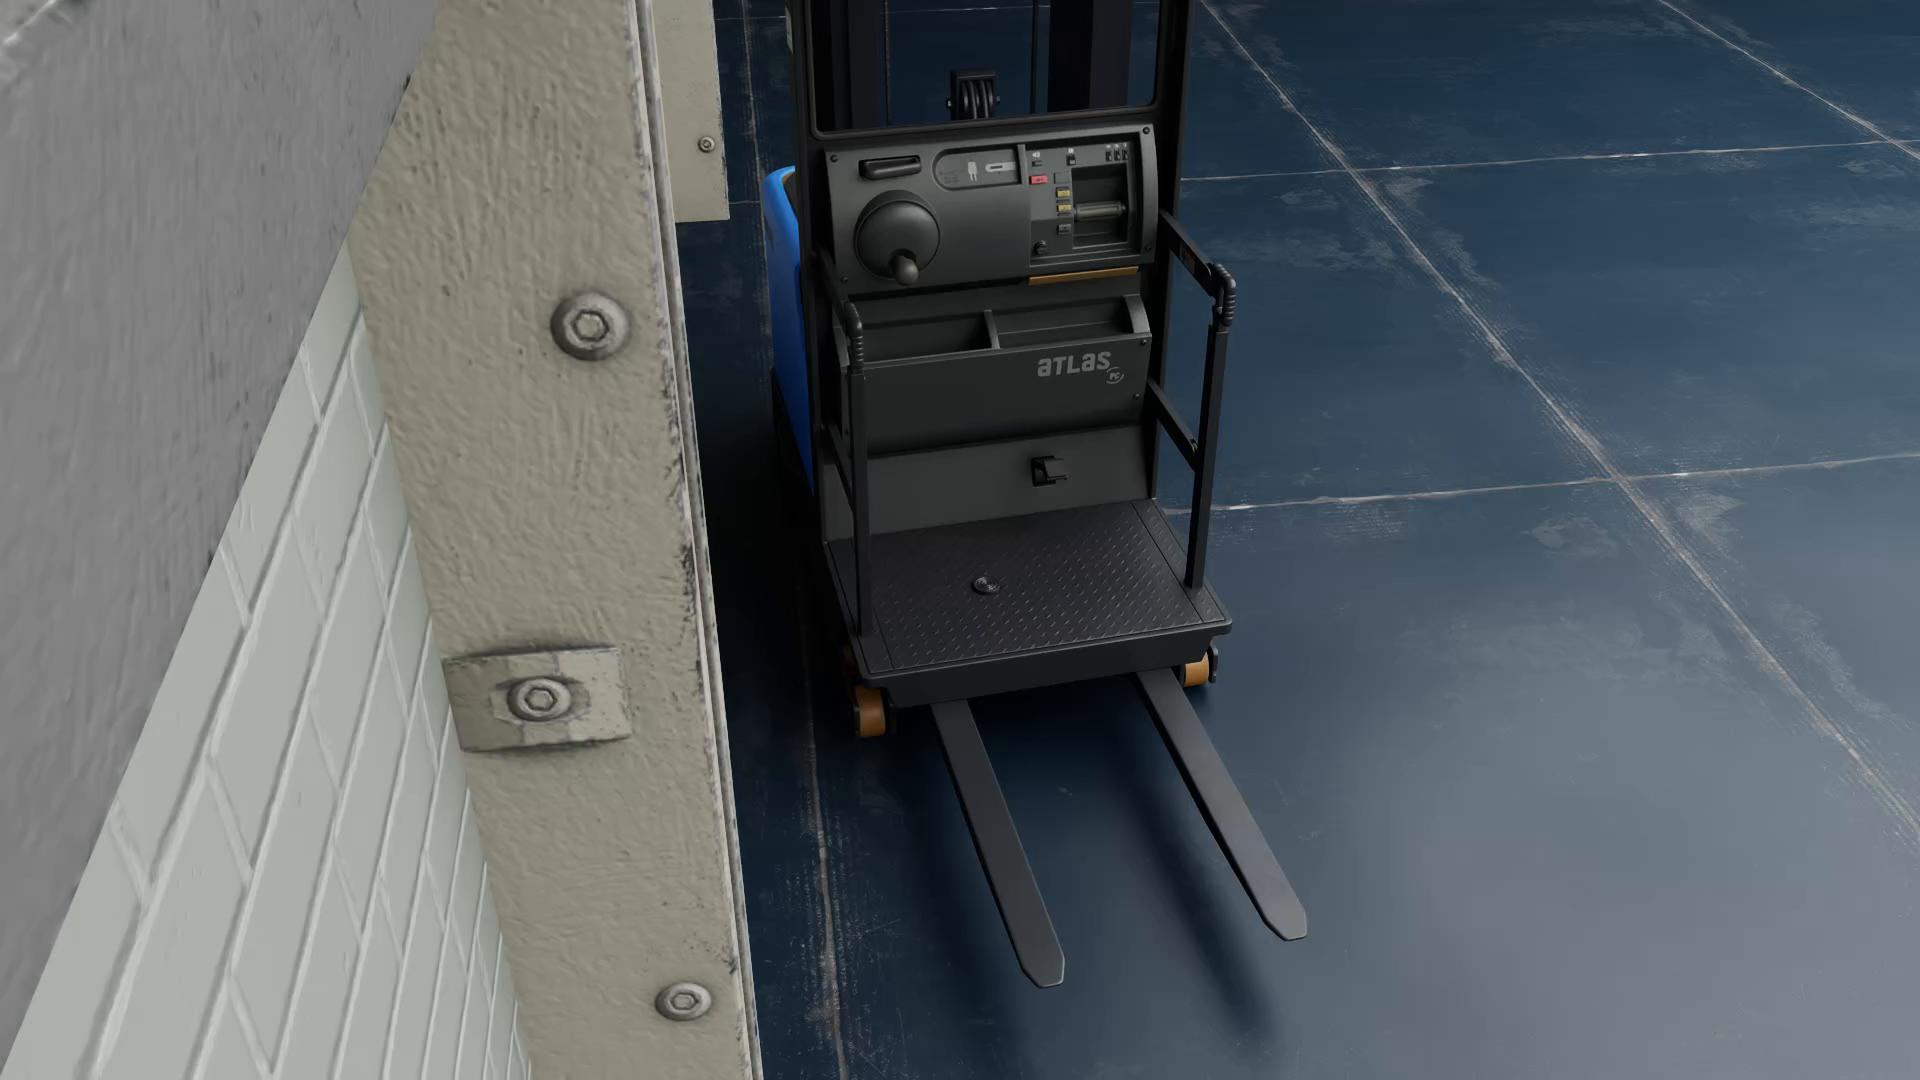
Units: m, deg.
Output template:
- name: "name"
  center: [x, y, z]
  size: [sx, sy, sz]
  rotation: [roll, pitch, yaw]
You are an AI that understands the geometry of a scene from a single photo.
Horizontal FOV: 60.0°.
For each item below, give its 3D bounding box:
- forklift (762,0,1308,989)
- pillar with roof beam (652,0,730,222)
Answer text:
- name: "forklift"
  center: [0.149, -0.866, 4.418]
  size: [1.130, 2.935, 3.031]
  rotation: [-8, 35, -11]
- name: "pillar with roof beam"
  center: [2.975, -5.690, 6.108]
  size: [9.100, 9.000, 0.400]
  rotation: [-4, 35, -6]
